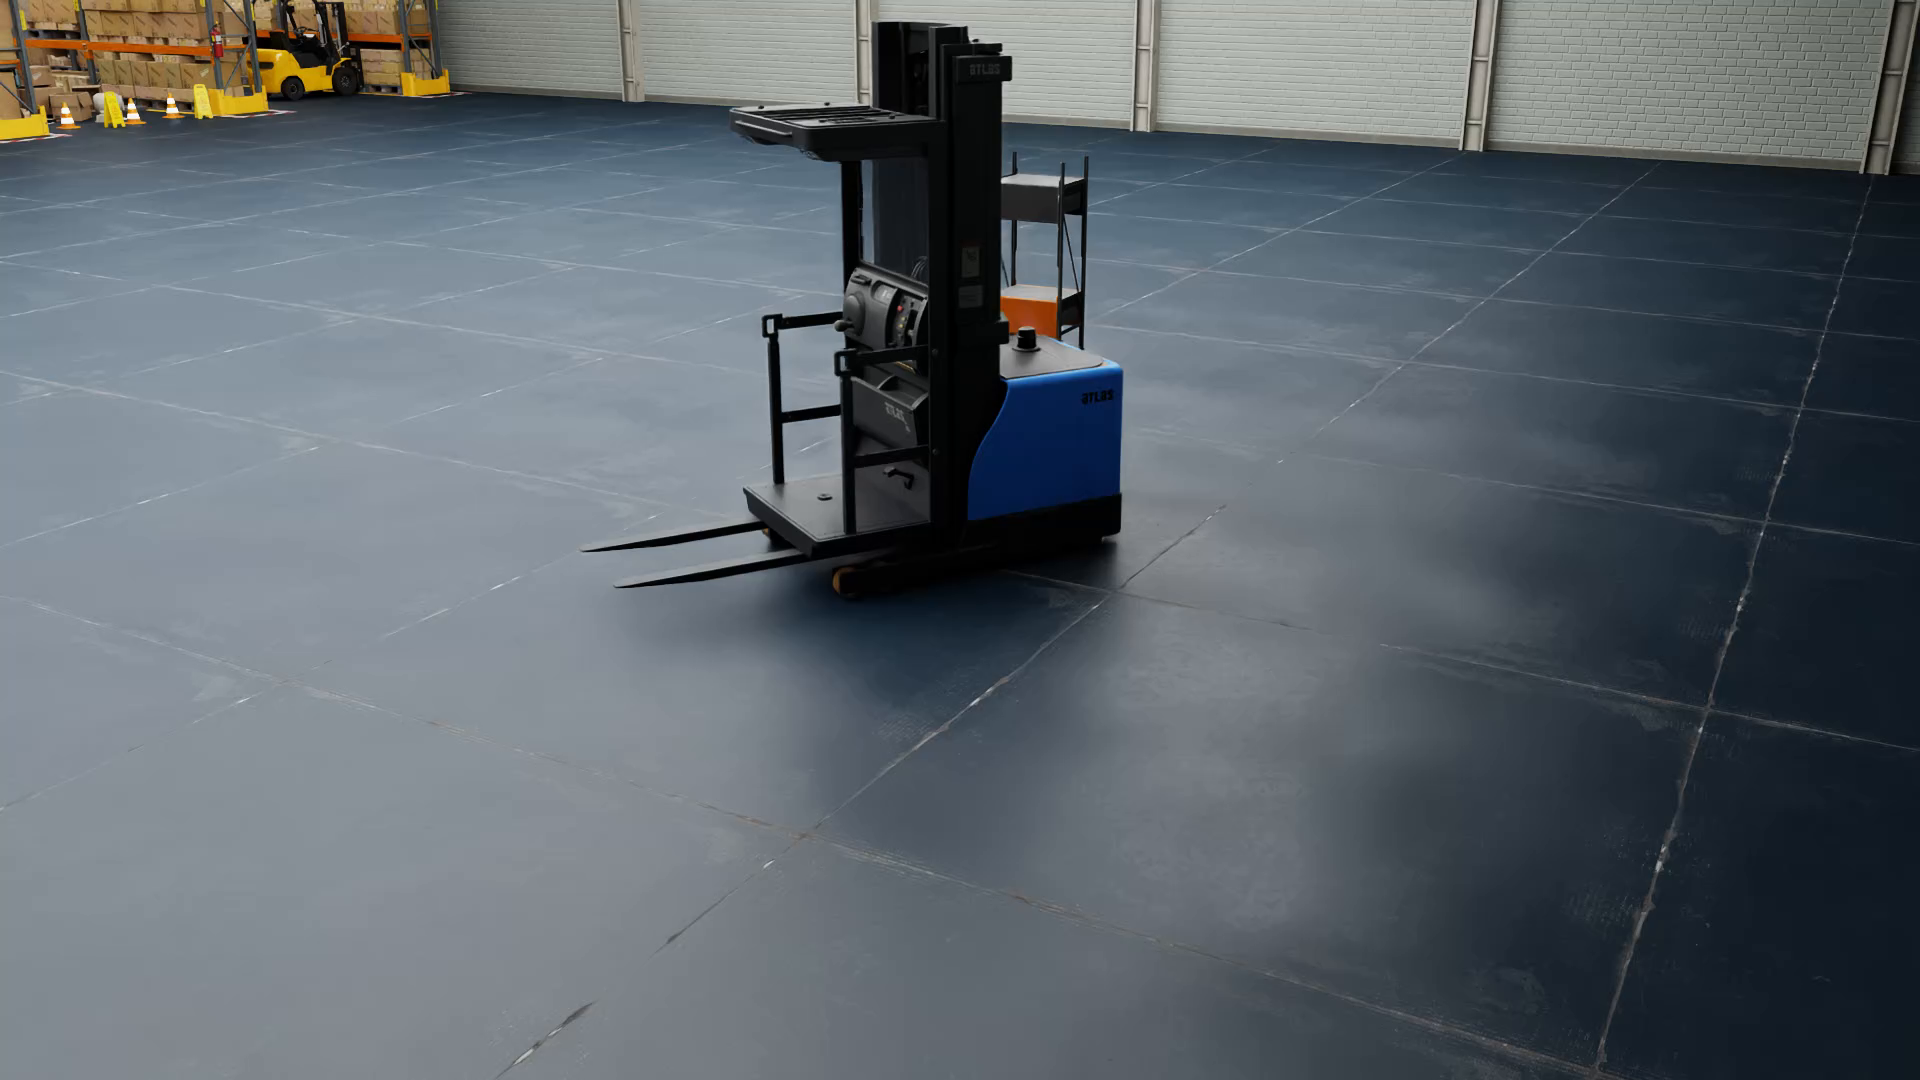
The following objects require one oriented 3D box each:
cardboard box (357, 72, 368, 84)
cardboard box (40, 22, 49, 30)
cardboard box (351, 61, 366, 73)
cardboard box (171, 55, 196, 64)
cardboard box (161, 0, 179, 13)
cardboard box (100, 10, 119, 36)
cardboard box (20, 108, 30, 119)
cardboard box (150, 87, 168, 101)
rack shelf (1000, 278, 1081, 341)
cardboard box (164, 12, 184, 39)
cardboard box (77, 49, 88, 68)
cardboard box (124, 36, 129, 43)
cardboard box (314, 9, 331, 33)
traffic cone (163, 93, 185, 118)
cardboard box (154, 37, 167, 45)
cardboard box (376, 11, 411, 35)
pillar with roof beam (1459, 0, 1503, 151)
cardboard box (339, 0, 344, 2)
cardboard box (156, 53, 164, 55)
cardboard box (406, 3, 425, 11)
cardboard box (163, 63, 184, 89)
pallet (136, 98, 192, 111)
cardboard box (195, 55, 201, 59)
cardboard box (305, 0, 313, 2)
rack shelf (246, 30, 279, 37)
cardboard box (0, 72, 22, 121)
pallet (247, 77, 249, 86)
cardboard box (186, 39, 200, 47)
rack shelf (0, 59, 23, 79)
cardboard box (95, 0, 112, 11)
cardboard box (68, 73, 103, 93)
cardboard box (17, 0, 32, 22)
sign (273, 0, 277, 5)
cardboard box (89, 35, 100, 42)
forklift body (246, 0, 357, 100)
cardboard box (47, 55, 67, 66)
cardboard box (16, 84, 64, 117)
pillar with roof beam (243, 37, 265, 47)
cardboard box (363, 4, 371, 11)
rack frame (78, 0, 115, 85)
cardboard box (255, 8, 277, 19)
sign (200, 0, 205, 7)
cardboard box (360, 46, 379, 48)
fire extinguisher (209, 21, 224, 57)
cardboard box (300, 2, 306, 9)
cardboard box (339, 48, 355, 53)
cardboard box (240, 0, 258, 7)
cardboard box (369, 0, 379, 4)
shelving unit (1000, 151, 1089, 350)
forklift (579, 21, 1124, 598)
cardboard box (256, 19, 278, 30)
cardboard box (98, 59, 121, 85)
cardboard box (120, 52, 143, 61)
[{"bbox_3d":[-13.591,-10.639,38.211,0.500,0.250,0.500,11,23,28],"label":"cardboard box"},{"bbox_3d":[-19.346,-10.971,35.462,0.250,0.149,0.380,11,23,28],"label":"cardboard box"},{"bbox_3d":[-13.636,-10.872,38.122,0.500,0.250,0.500,10,22,26],"label":"cardboard box"},{"bbox_3d":[-15.762,-9.759,33.735,0.250,0.149,0.380,12,23,29],"label":"cardboard box"},{"bbox_3d":[-15.573,-10.863,33.365,0.500,0.500,0.700,11,23,28],"label":"cardboard box"},{"bbox_3d":[-17.376,-10.719,34.434,0.500,0.500,0.500,11,23,27],"label":"cardboard box"},{"bbox_3d":[-18.001,-8.252,32.225,0.258,0.266,0.396,16,25,36],"label":"cardboard box"},{"bbox_3d":[-16.327,-9.233,34.336,0.500,0.250,0.500,10,22,25],"label":"cardboard box"},{"bbox_3d":[0.477,-1.343,10.528,0.480,0.518,0.431,10,22,25],"label":"rack shelf"},{"bbox_3d":[-15.625,-10.380,33.498,0.500,0.500,0.500,11,23,27],"label":"cardboard box"},{"bbox_3d":[-22.328,-12.449,42.835,0.500,0.500,0.500,12,23,30],"label":"cardboard box"},{"bbox_3d":[-17.016,-10.351,34.370,0.250,0.149,0.380,11,23,27],"label":"cardboard box"},{"bbox_3d":[-14.491,-11.973,38.328,0.500,0.500,0.500,11,22,27],"label":"cardboard box"},{"bbox_3d":[-15.587,-8.595,32.881,0.334,0.463,0.336,11,23,27],"label":"traffic cone"},{"bbox_3d":[-16.164,-10.172,33.877,0.250,0.149,0.380,11,22,27],"label":"cardboard box"},{"bbox_3d":[-12.722,-11.629,37.378,0.500,0.500,0.500,10,22,26],"label":"cardboard box"},{"bbox_3d":[6.520,-9.510,22.885,0.400,9.000,9.100,11,23,27],"label":"pillar with roof beam"},{"bbox_3d":[-13.922,-12.320,37.896,0.250,0.149,0.380,11,23,28],"label":"cardboard box"},{"bbox_3d":[-19.623,-11.937,41.425,0.500,0.500,0.500,12,23,29],"label":"cardboard box"},{"bbox_3d":[-12.334,-12.064,37.626,0.250,0.149,0.380,10,22,26],"label":"cardboard box"},{"bbox_3d":[-15.866,-9.499,33.969,0.500,0.500,0.500,12,23,29],"label":"cardboard box"},{"bbox_3d":[-16.401,-9.151,34.782,1.213,0.211,1.003,11,23,27],"label":"pallet"},{"bbox_3d":[-18.611,-11.882,41.089,0.625,0.625,0.875,12,23,29],"label":"cardboard box"},{"bbox_3d":[-14.849,-12.464,38.293,0.250,0.149,0.380,11,23,28],"label":"cardboard box"},{"bbox_3d":[-17.403,-12.238,40.259,4.000,0.370,1.077,11,23,27],"label":"rack shelf"},{"bbox_3d":[-17.532,-7.901,29.748,0.875,0.875,0.875,11,23,28],"label":"cardboard box"},{"bbox_3d":[-16.319,-11.044,40.000,1.213,0.211,1.003,11,23,27],"label":"pallet"},{"bbox_3d":[-15.288,-9.990,33.374,0.250,0.149,0.380,10,22,27],"label":"cardboard box"},{"bbox_3d":[-18.654,-8.604,30.241,4.000,0.370,1.077,11,23,27],"label":"rack shelf"},{"bbox_3d":[-17.361,-11.193,34.274,0.500,0.500,0.700,11,23,28],"label":"cardboard box"},{"bbox_3d":[-18.533,-9.814,35.759,0.625,0.372,0.950,11,23,28],"label":"cardboard box"},{"bbox_3d":[-19.928,-11.415,35.735,0.500,0.500,0.500,10,22,25],"label":"cardboard box"},{"bbox_3d":[-15.913,-12.587,38.585,0.005,0.325,0.100,11,23,27],"label":"sign"},{"bbox_3d":[-17.956,-10.499,34.779,0.250,0.149,0.380,11,23,27],"label":"cardboard box"},{"bbox_3d":[-14.710,-10.952,36.902,1.214,2.155,2.313,11,23,27],"label":"forklift body"},{"bbox_3d":[-23.582,-12.551,43.459,0.258,0.266,0.396,12,23,29],"label":"cardboard box"},{"bbox_3d":[-18.171,-8.682,32.862,0.503,0.637,0.797,11,23,27],"label":"cardboard box"},{"bbox_3d":[-19.670,-14.499,36.639,0.400,9.000,9.100,11,23,27],"label":"pillar with roof beam"},{"bbox_3d":[-13.249,-12.044,37.571,0.250,0.149,0.380,11,22,27],"label":"cardboard box"},{"bbox_3d":[-18.074,-10.765,35.144,0.127,3.000,1.000,11,23,27],"label":"rack frame"},{"bbox_3d":[-16.210,-12.414,39.175,0.500,0.250,0.500,10,22,26],"label":"cardboard box"},{"bbox_3d":[-14.870,-10.631,32.612,0.005,0.325,0.100,11,23,27],"label":"sign"},{"bbox_3d":[-13.805,-11.345,38.692,0.500,0.250,0.500,10,22,26],"label":"cardboard box"},{"bbox_3d":[-14.707,-9.907,32.892,0.183,0.674,0.296,11,23,27],"label":"fire extinguisher"},{"bbox_3d":[-15.039,-12.387,38.515,0.250,0.149,0.380,11,23,27],"label":"cardboard box"},{"bbox_3d":[-14.051,-11.188,38.258,0.500,0.250,0.500,10,22,26],"label":"cardboard box"},{"bbox_3d":[-16.780,-12.684,39.336,0.250,0.149,0.380,10,22,26],"label":"cardboard box"},{"bbox_3d":[-13.052,-12.134,37.383,0.250,0.149,0.380,11,23,28],"label":"cardboard box"},{"bbox_3d":[0.477,-1.356,10.523,0.503,2.100,0.431,10,22,25],"label":"shelving unit"},{"bbox_3d":[-0.593,-1.270,9.067,3.031,2.935,1.130,-10,22,-27],"label":"forklift"},{"bbox_3d":[-16.224,-12.179,39.261,0.500,0.250,0.500,11,23,29],"label":"cardboard box"},{"bbox_3d":[-17.691,-9.844,34.921,0.500,0.500,0.500,12,23,30],"label":"cardboard box"},{"bbox_3d":[-17.161,-10.025,34.470,0.250,0.149,0.380,12,23,29],"label":"cardboard box"}]
